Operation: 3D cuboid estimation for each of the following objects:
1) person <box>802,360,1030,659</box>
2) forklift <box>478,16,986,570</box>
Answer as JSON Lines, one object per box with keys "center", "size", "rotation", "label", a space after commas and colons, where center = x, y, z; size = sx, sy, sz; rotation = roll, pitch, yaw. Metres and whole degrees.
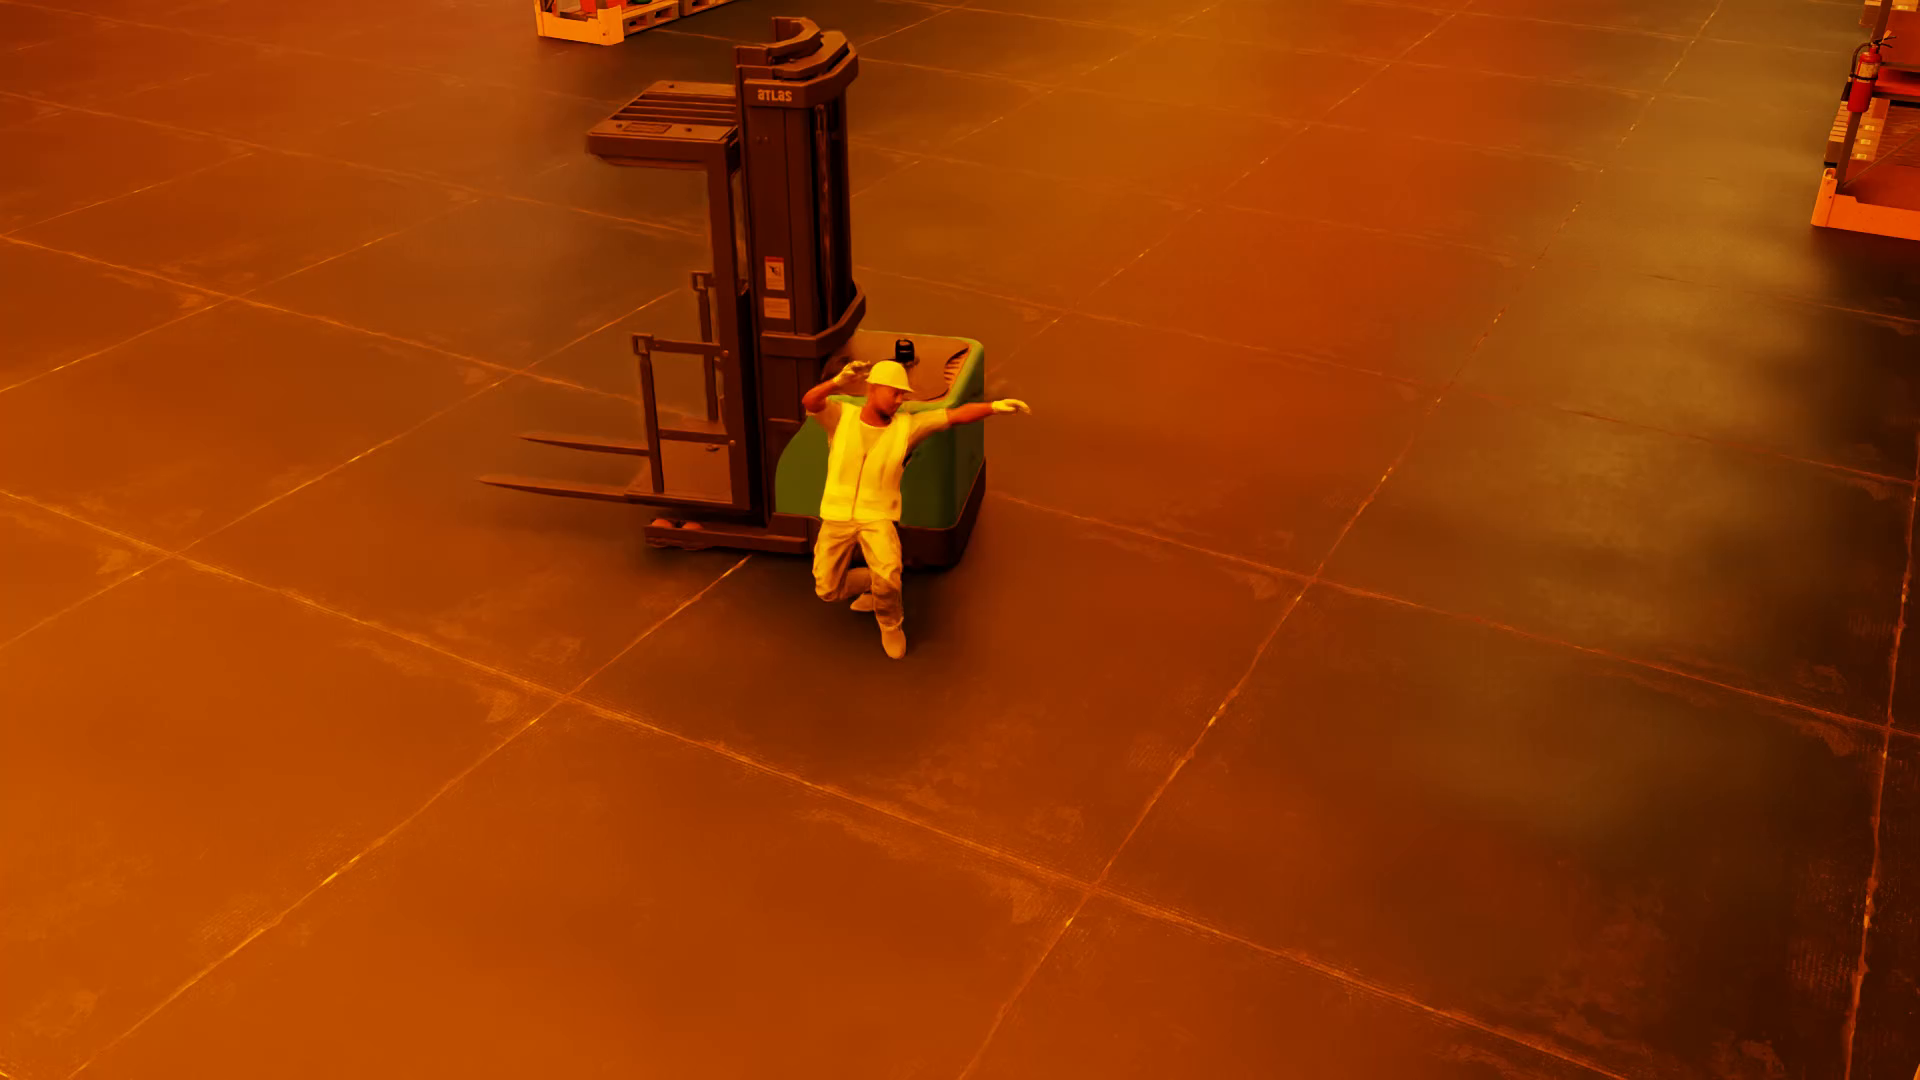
{"center": [-0.249, -0.175, 8.697], "size": [1.143, 1.656, 0.832], "rotation": [6, 31, 10], "label": "person"}
{"center": [-1.410, -1.455, 9.592], "size": [3.031, 2.935, 1.130], "rotation": [6, 30, 10], "label": "forklift"}
